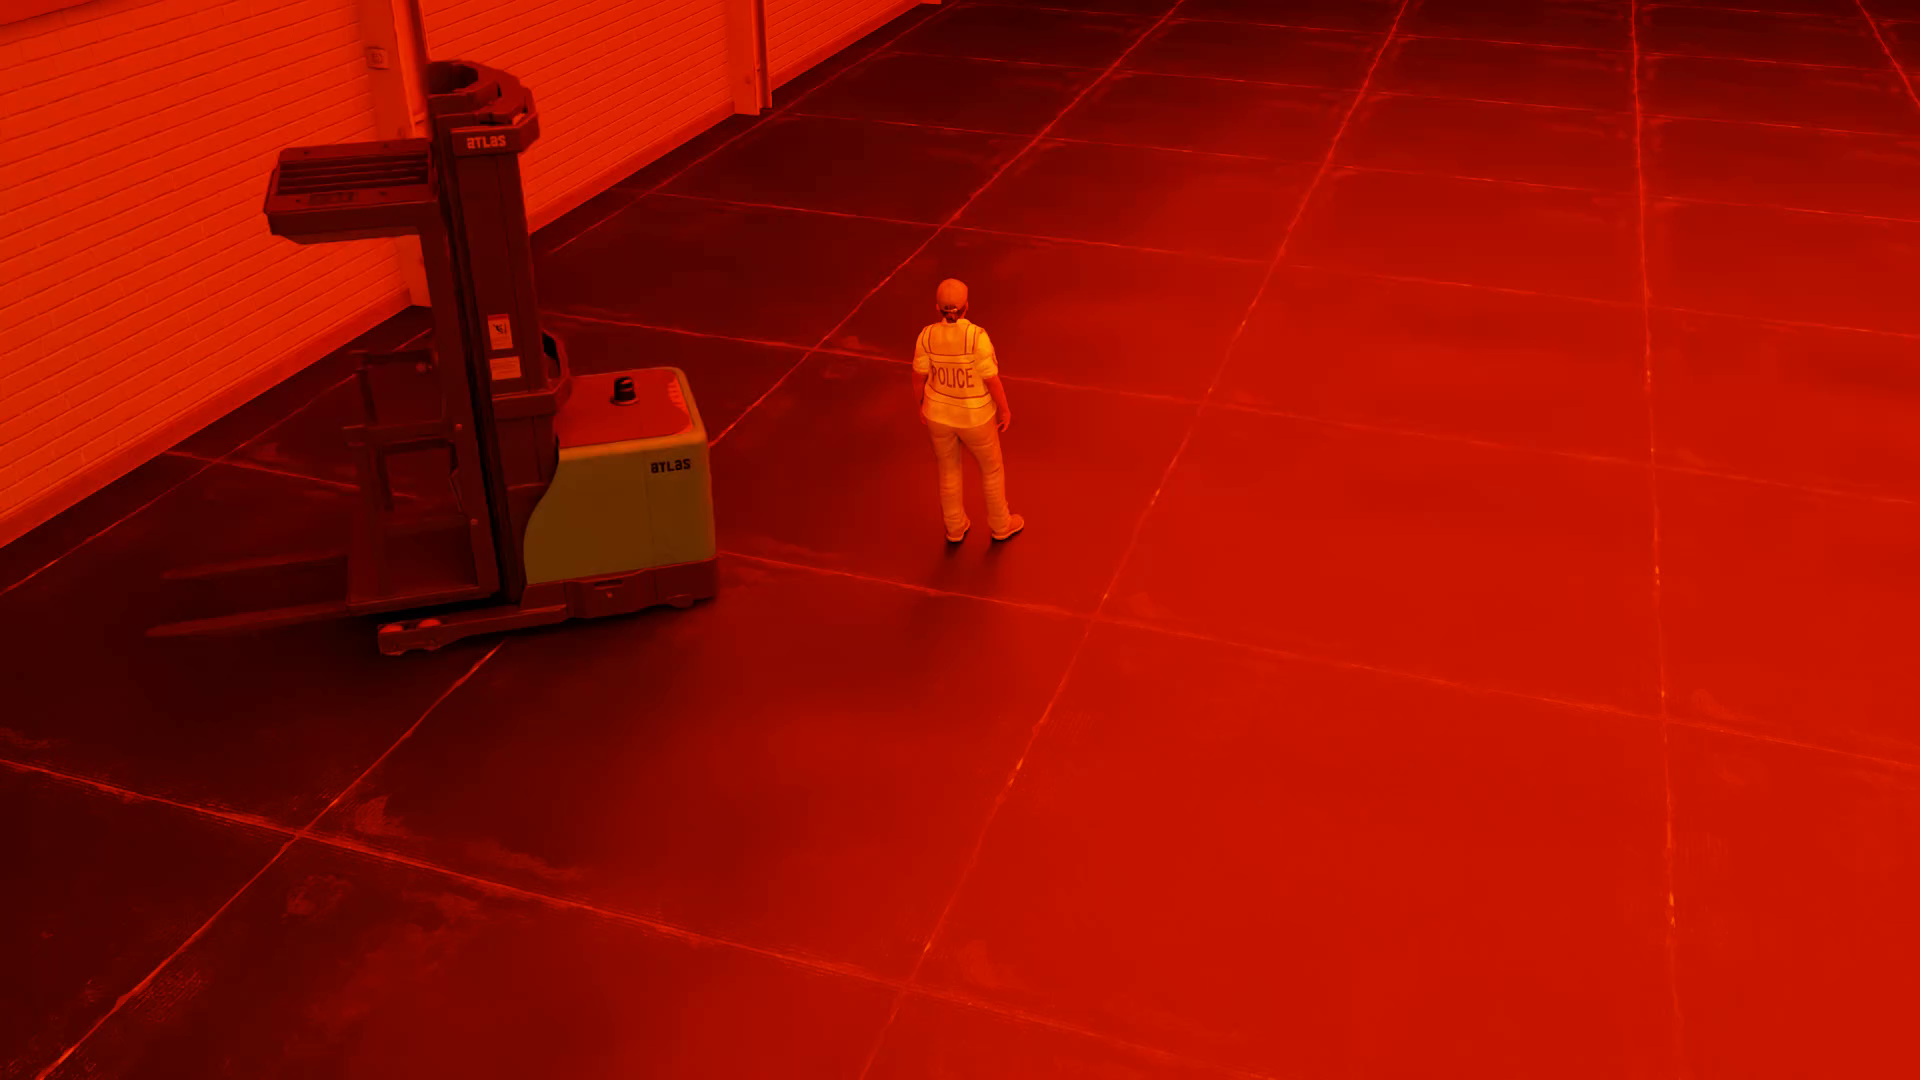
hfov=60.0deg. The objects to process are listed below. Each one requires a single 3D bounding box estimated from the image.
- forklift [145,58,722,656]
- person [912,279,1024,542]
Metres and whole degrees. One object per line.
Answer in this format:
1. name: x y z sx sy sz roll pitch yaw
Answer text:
1. forklift: -2.929 -0.939 8.784 3.031 2.935 1.130 -8 31 -14
2. person: 0.047 -0.762 9.736 0.598 1.670 0.529 10 31 16
